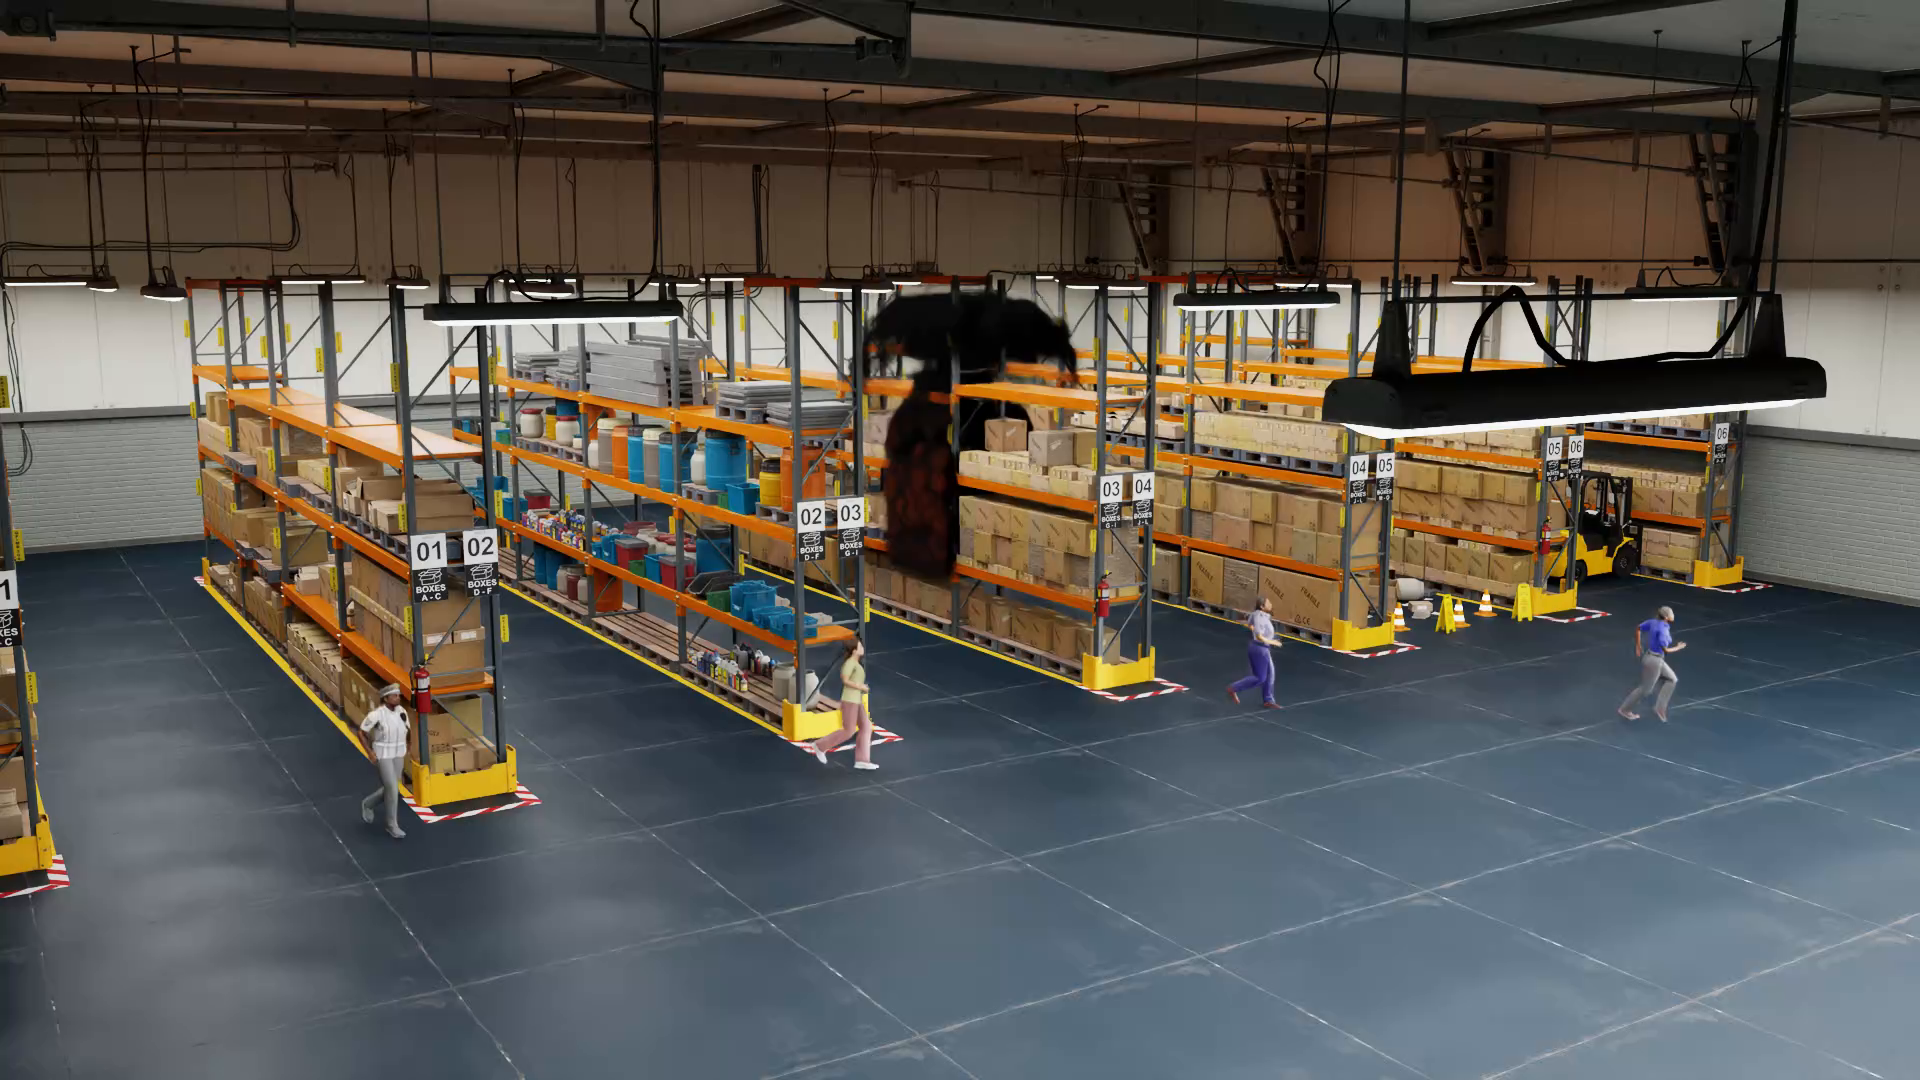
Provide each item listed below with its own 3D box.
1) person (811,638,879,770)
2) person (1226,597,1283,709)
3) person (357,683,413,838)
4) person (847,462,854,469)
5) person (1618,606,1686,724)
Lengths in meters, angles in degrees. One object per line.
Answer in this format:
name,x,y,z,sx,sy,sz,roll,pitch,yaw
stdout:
person,-1.425,2.046,21.017,0.857,1.611,0.629,1,10,5
person,4.207,1.613,23.655,0.828,1.638,0.615,1,10,6
person,-6.410,2.432,18.632,0.745,1.687,0.606,6,11,31
person,-2.737,-1.449,41.577,0.792,1.656,0.568,-5,11,-28
person,9.531,1.718,22.891,0.820,1.671,0.600,2,10,10
